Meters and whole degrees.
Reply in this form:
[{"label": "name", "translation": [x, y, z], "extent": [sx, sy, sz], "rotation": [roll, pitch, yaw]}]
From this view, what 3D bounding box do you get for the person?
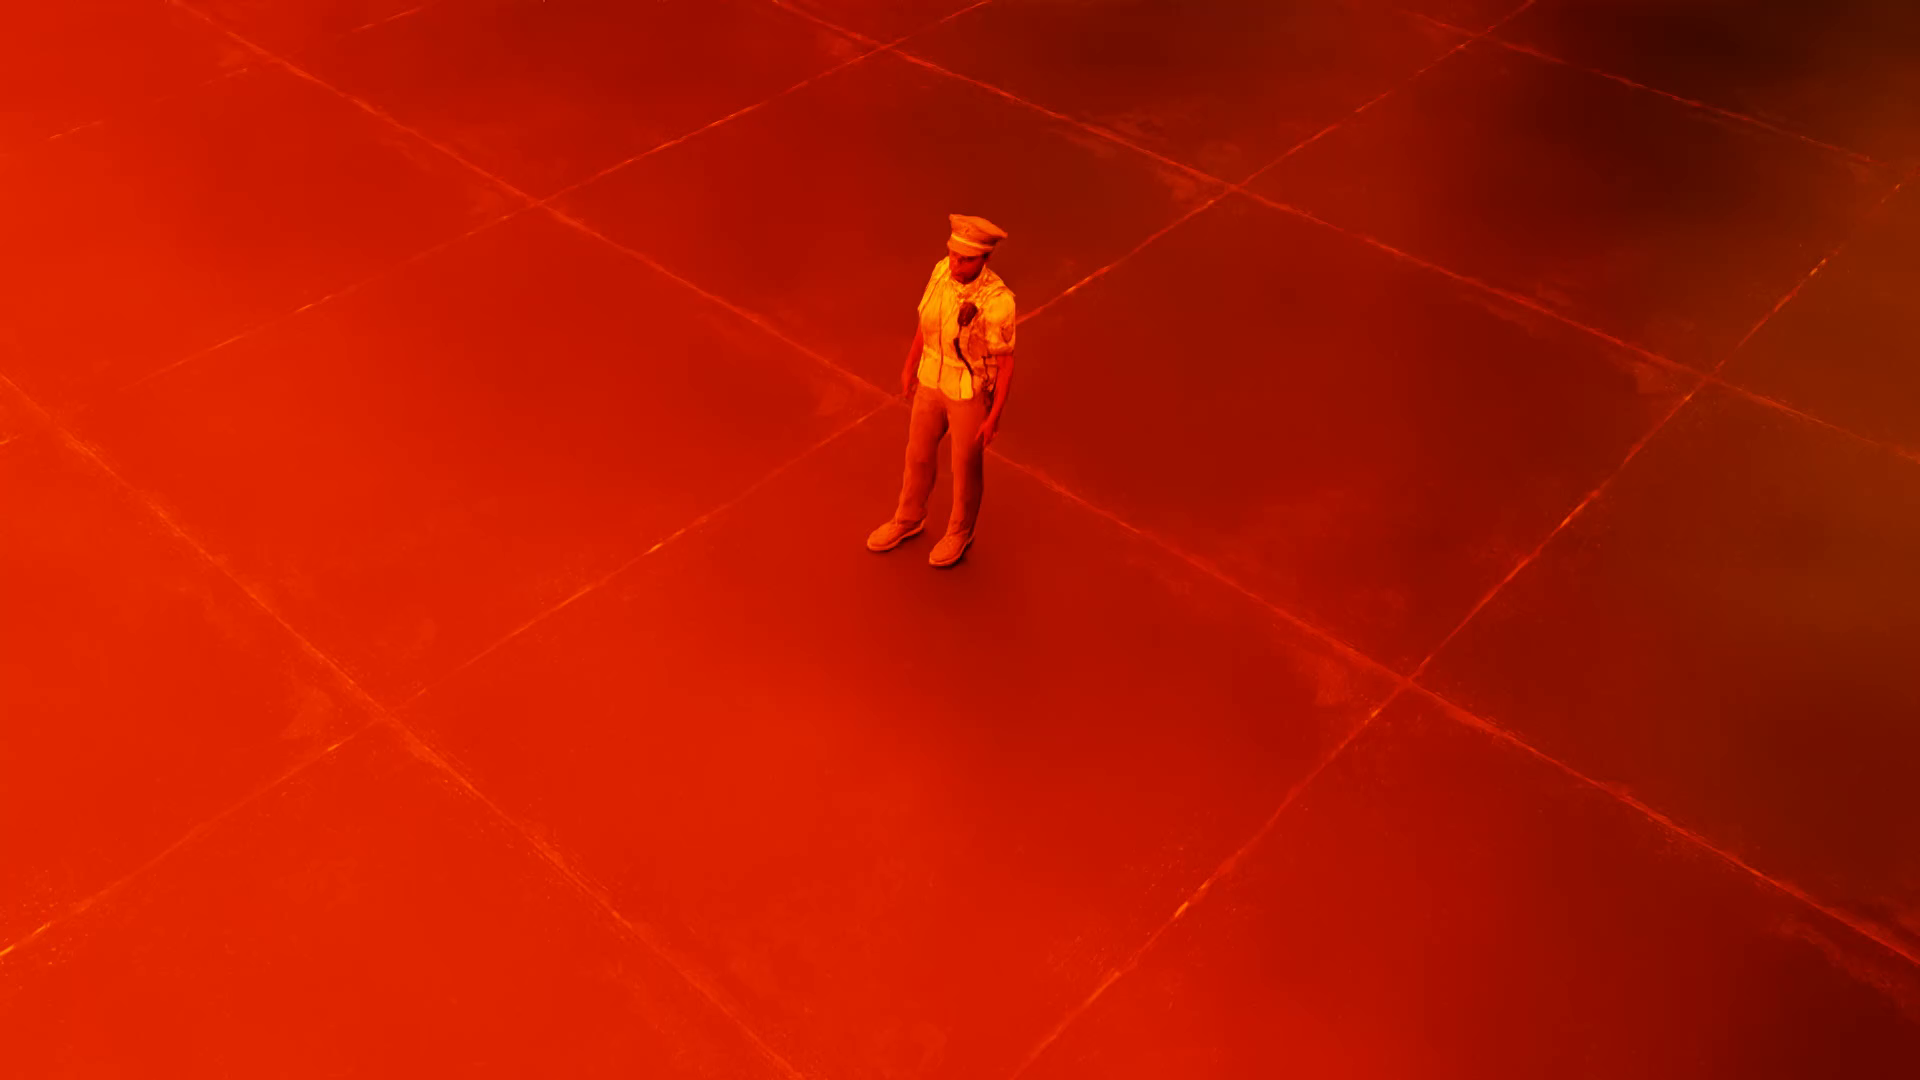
[{"label": "person", "translation": [-0.065, -0.622, 7.091], "extent": [0.570, 1.695, 0.529], "rotation": [31, 49, 31]}]
